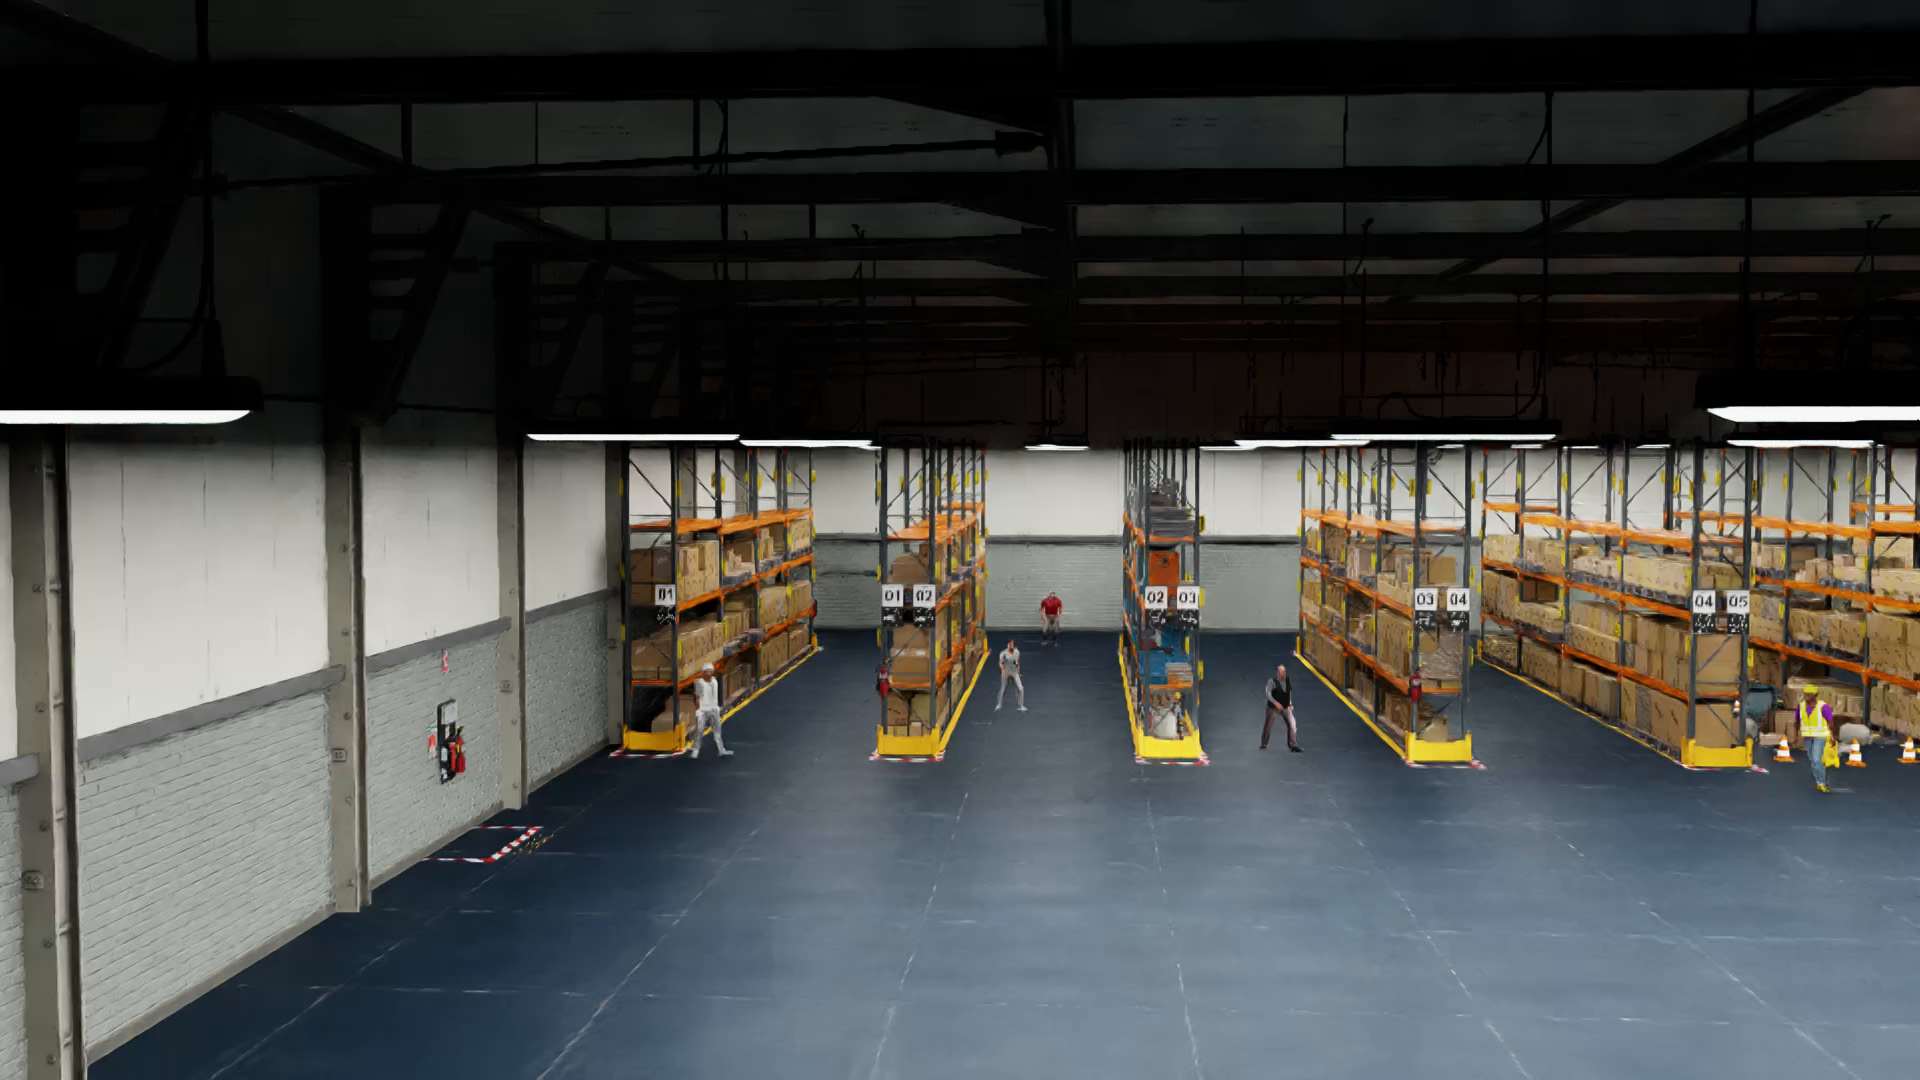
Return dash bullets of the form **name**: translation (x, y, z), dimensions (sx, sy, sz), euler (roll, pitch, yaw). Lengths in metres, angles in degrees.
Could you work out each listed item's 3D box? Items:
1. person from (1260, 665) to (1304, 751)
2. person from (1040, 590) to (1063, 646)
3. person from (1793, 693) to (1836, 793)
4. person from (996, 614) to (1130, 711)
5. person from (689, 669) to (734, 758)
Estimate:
- **person**: translation (6.119, 3.188, 31.733), dimensions (0.631, 1.654, 0.832), euler (-1, 3, -14)
- **person**: translation (2.666, 2.281, 48.829), dimensions (0.650, 1.676, 0.535), euler (0, 3, 2)
- **person**: translation (14.474, 3.352, 28.134), dimensions (0.498, 1.731, 0.658), euler (-2, 4, -33)
- **person**: translation (2.665, 2.793, 39.571), dimensions (4.911, 1.602, 5.806), euler (-1, 3, -13)
- **person**: translation (9.657, 2.147, 33.455), dimensions (18.348, 3.536, 23.764), euler (3, 4, 42)
